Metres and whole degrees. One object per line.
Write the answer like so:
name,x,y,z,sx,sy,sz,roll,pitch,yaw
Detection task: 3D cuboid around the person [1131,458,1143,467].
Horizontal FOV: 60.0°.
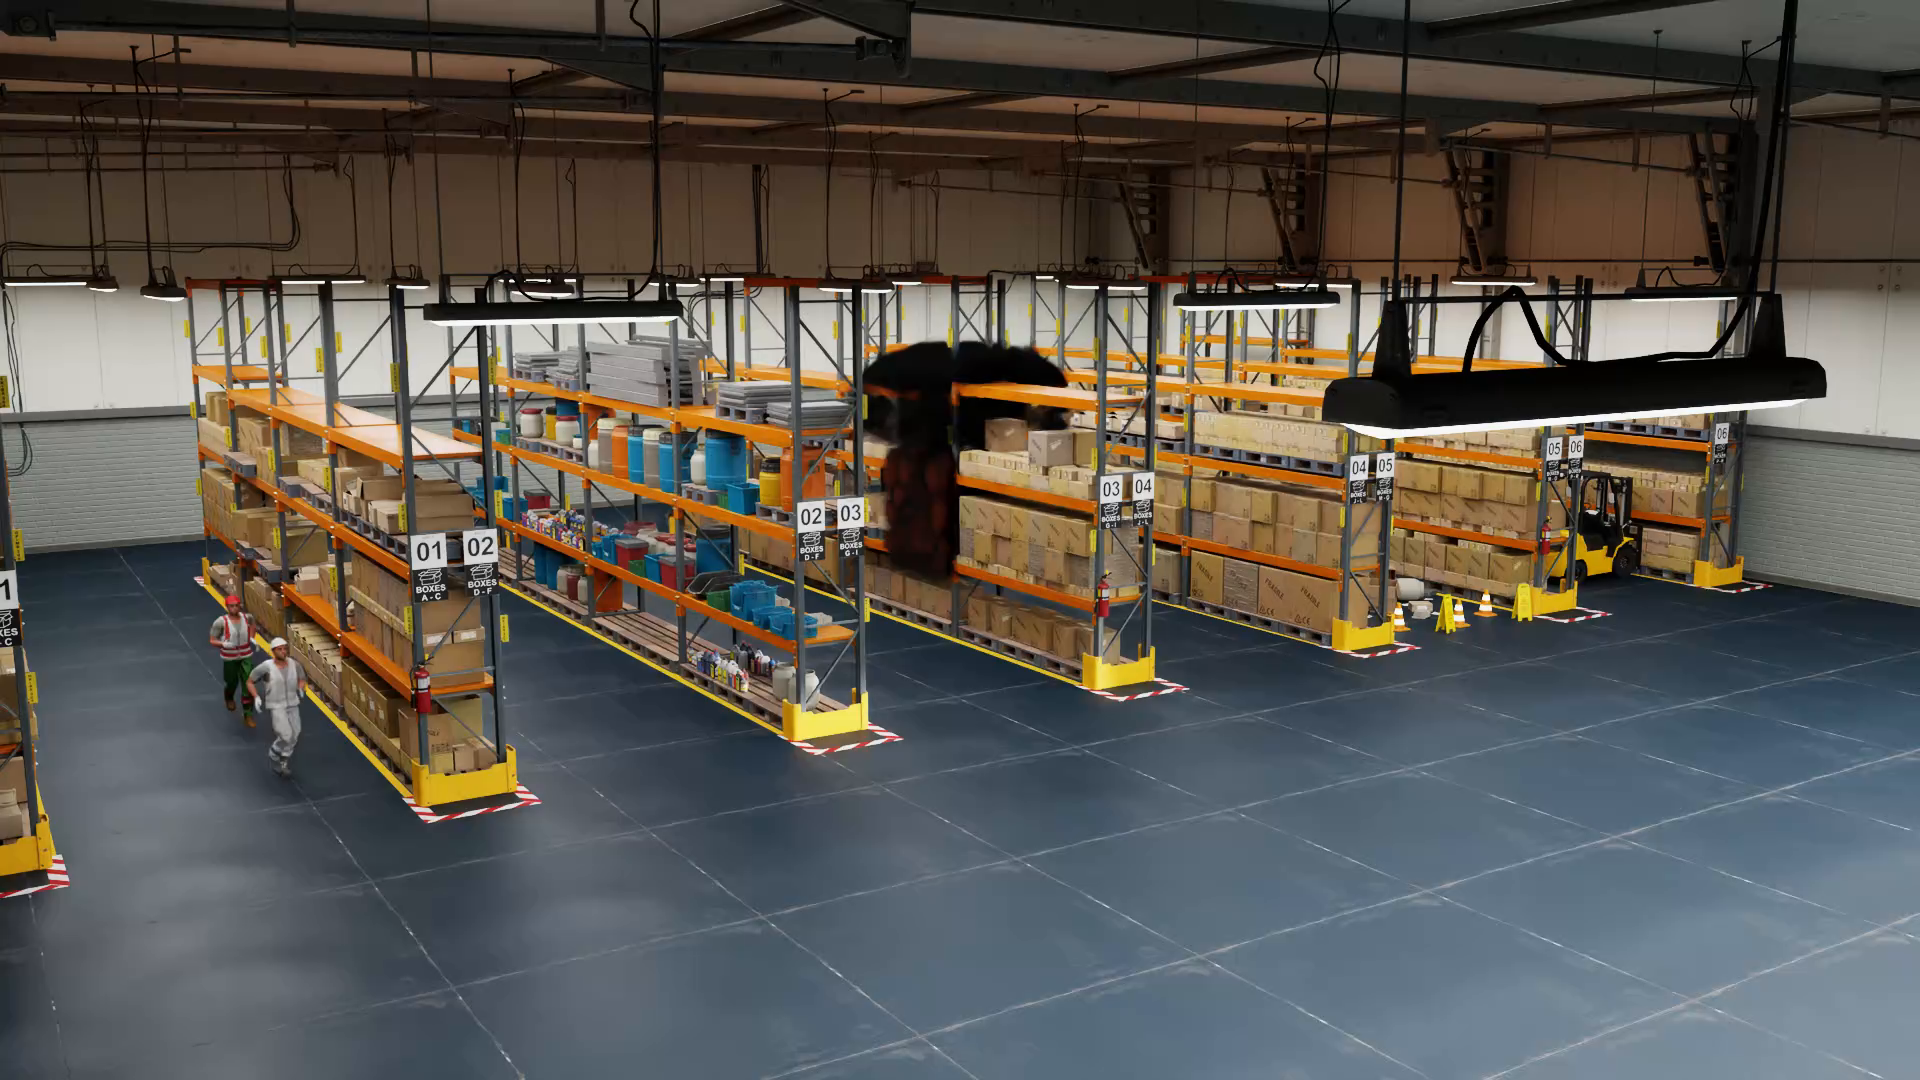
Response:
person,3.929,-0.911,36.782,0.550,1.786,0.772,-9,13,-44

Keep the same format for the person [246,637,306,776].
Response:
person,-8.296,2.066,20.418,0.611,1.750,0.649,8,12,40

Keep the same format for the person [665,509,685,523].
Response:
person,-6.620,-1.091,39.332,0.730,1.759,0.751,-4,10,-24

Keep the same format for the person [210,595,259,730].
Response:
person,-9.967,1.637,22.894,0.654,1.811,0.991,-7,12,-37
